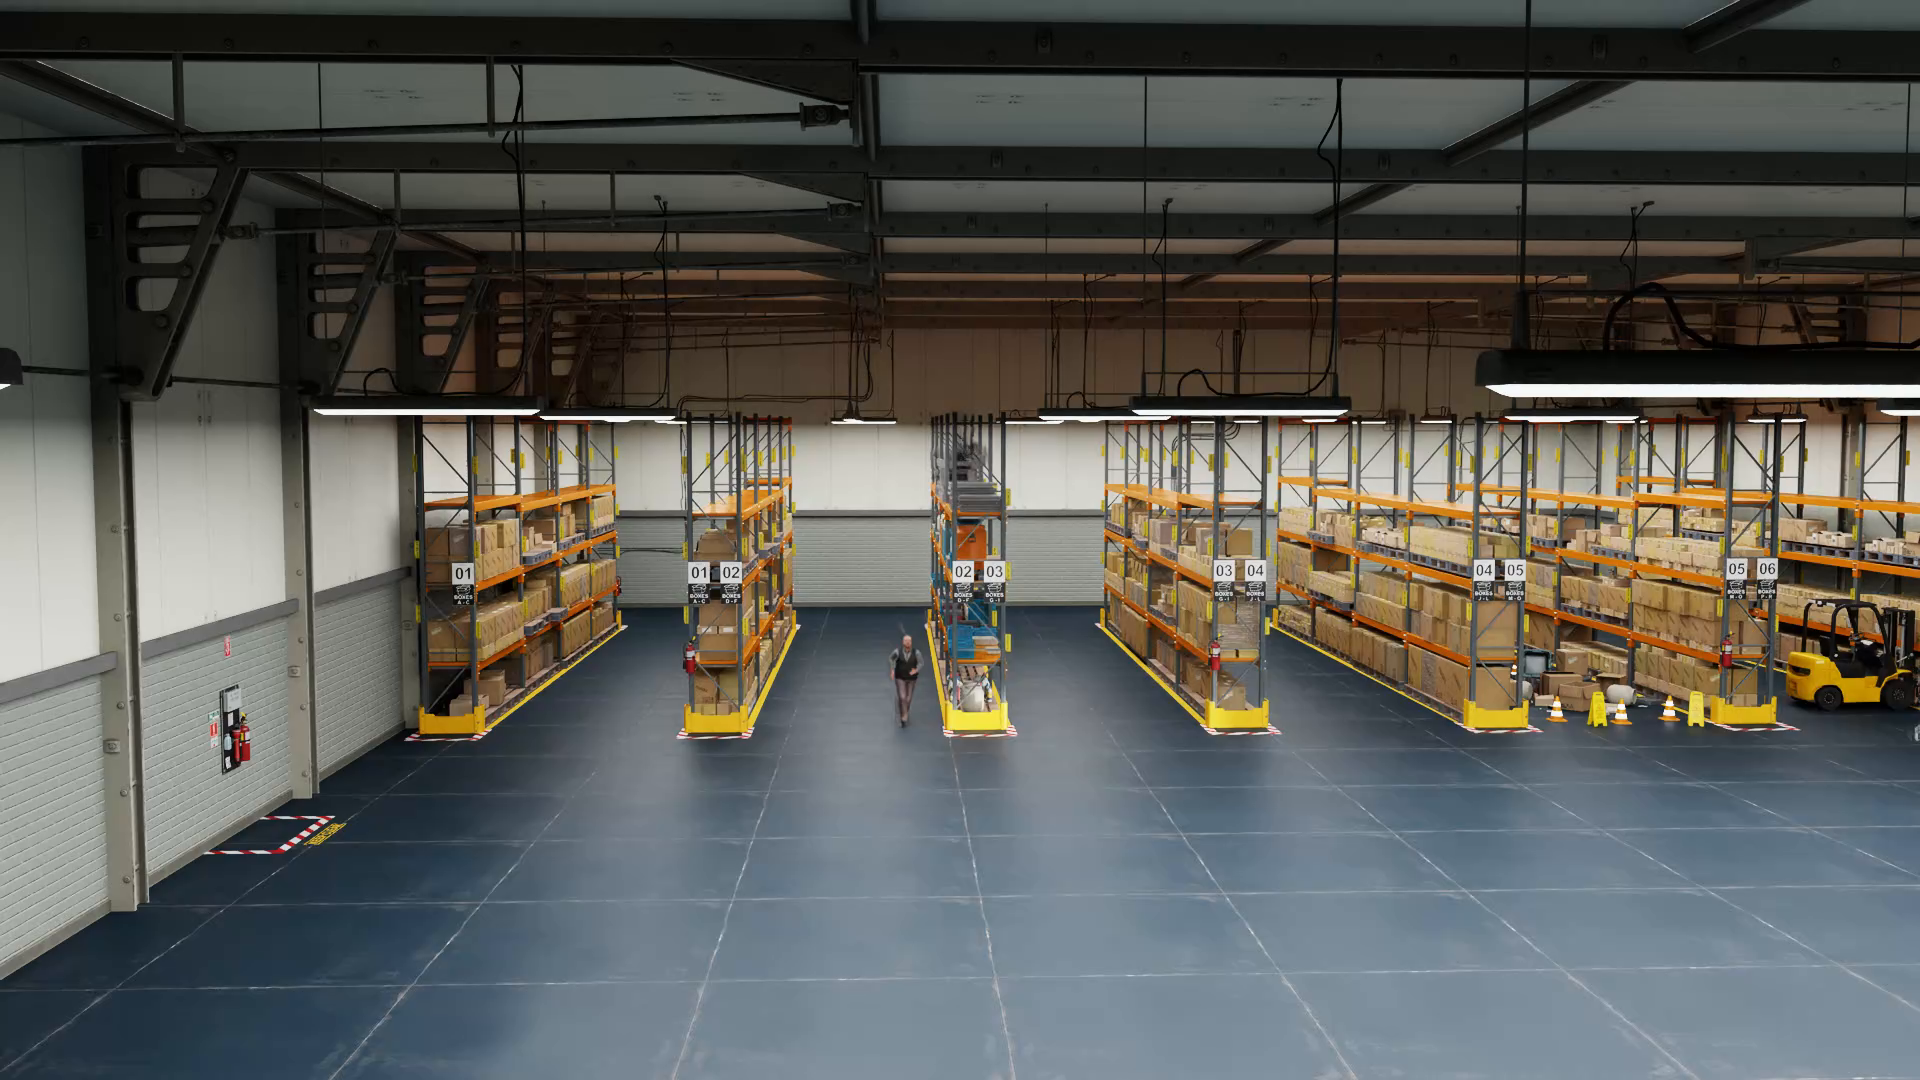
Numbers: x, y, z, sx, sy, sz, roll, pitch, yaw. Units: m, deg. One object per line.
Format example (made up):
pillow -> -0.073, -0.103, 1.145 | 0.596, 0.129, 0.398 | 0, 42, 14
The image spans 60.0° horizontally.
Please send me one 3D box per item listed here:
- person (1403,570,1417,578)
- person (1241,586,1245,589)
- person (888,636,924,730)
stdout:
person -> 13.597, 1.475, 50.553 | 0.540, 1.624, 0.602 | -2, 4, -26
person -> 7.906, 1.819, 45.823 | 0.545, 1.560, 0.563 | 0, 4, 3
person -> -1.021, 2.708, 31.848 | 0.659, 1.774, 0.864 | -1, 4, -10
